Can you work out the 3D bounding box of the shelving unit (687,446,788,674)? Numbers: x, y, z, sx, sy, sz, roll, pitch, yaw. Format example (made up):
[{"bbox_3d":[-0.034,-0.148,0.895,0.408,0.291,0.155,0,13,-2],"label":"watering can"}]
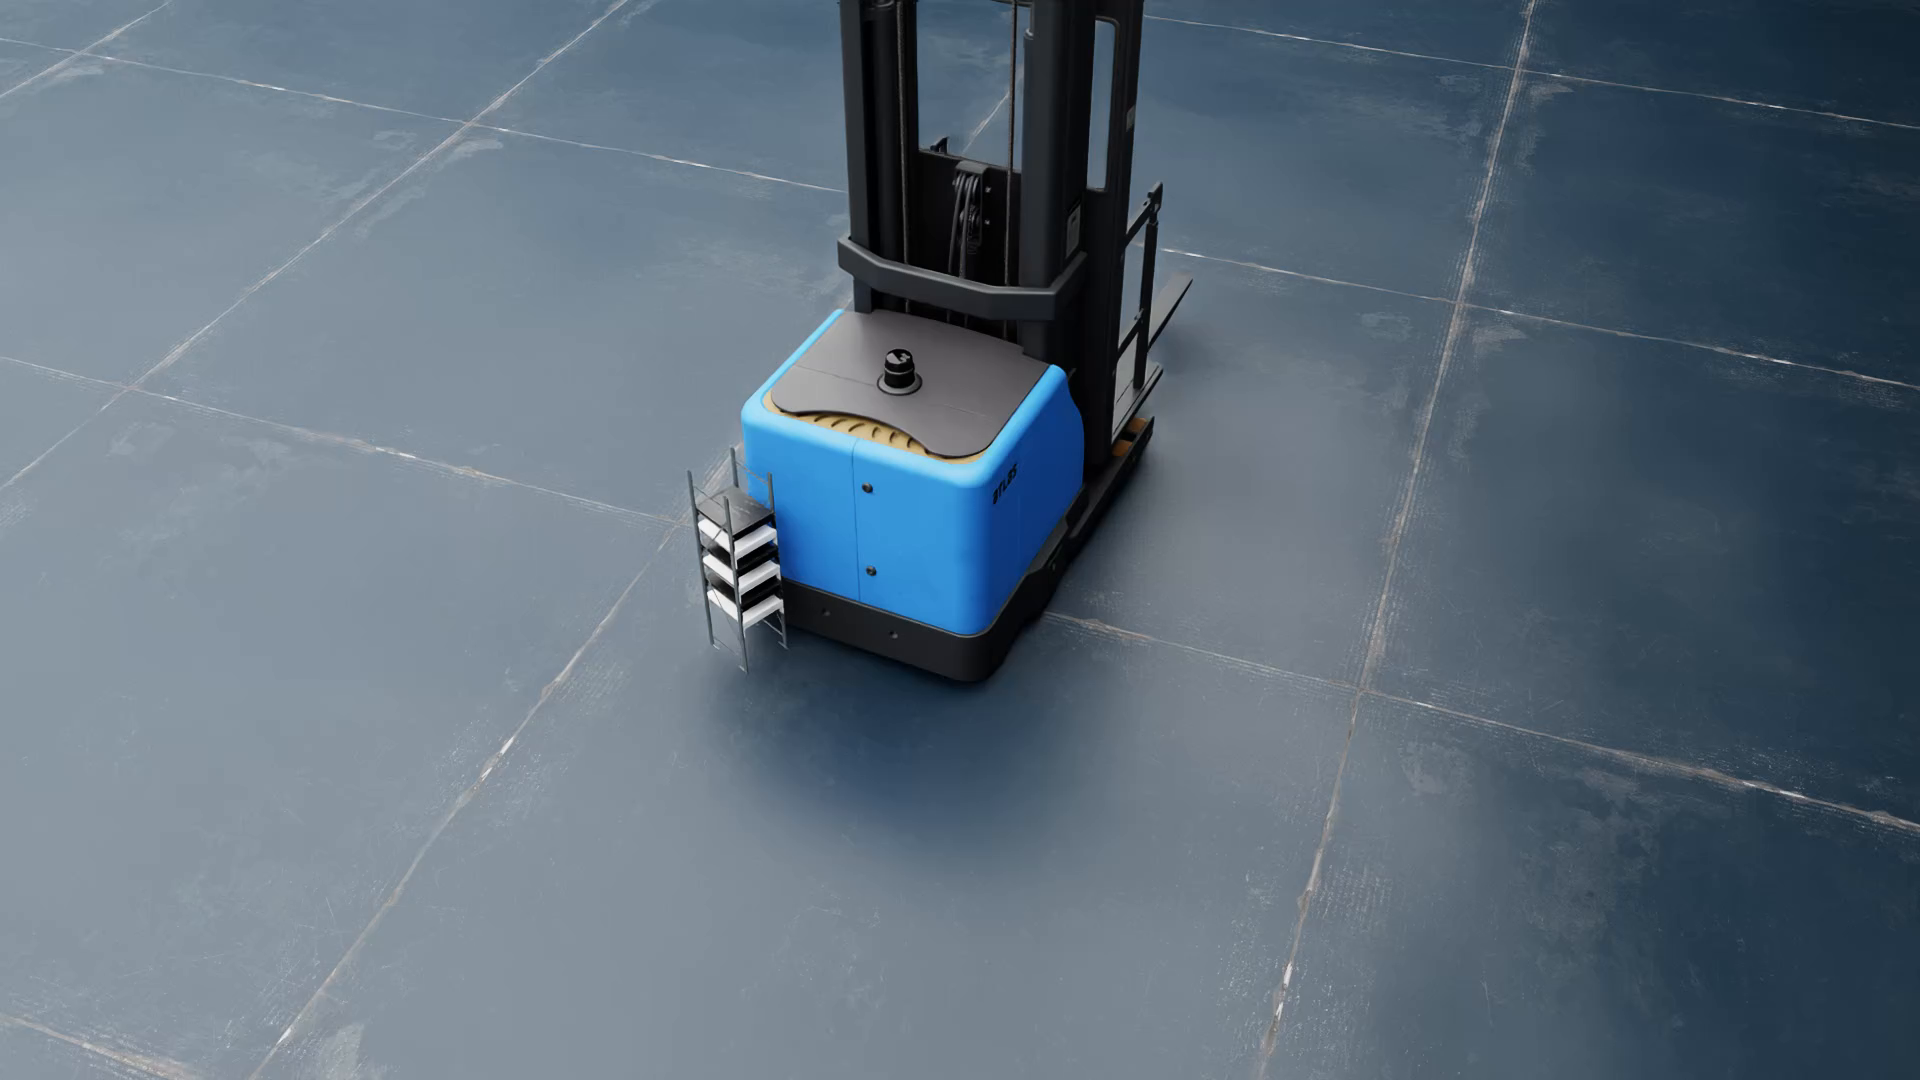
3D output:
[{"bbox_3d":[-0.856,0.089,6.452,0.210,0.900,0.258,-32,50,-32],"label":"shelving unit"}]

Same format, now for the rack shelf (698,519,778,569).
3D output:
[{"bbox_3d":[-0.856,-0.022,6.357,0.200,0.077,0.258,-32,50,-32],"label":"rack shelf"}]

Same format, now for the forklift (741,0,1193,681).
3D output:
[{"bbox_3d":[0.248,-1.519,6.772,1.130,2.935,3.031,17,43,19],"label":"forklift"}]

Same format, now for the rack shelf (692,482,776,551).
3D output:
[{"bbox_3d":[-0.856,-0.091,6.298,0.200,0.077,0.258,-32,50,-32],"label":"rack shelf"}]

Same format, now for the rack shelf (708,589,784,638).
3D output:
[{"bbox_3d":[-0.856,0.252,6.591,0.200,0.077,0.258,-32,50,-32],"label":"rack shelf"}]

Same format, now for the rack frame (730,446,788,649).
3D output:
[{"bbox_3d":[-0.783,0.043,6.506,0.006,0.900,0.240,-32,50,-32],"label":"rack frame"}]

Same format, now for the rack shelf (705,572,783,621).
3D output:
[{"bbox_3d":[-0.856,0.183,6.532,0.200,0.077,0.258,-32,50,-32],"label":"rack shelf"}]

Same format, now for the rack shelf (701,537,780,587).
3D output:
[{"bbox_3d":[-0.856,0.046,6.415,0.200,0.077,0.258,-32,50,-32],"label":"rack shelf"}]

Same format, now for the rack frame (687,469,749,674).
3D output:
[{"bbox_3d":[-0.928,0.136,6.398,0.006,0.900,0.240,-32,50,-32],"label":"rack frame"}]

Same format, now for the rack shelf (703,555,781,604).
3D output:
[{"bbox_3d":[-0.856,0.115,6.474,0.200,0.077,0.258,-32,50,-32],"label":"rack shelf"}]
